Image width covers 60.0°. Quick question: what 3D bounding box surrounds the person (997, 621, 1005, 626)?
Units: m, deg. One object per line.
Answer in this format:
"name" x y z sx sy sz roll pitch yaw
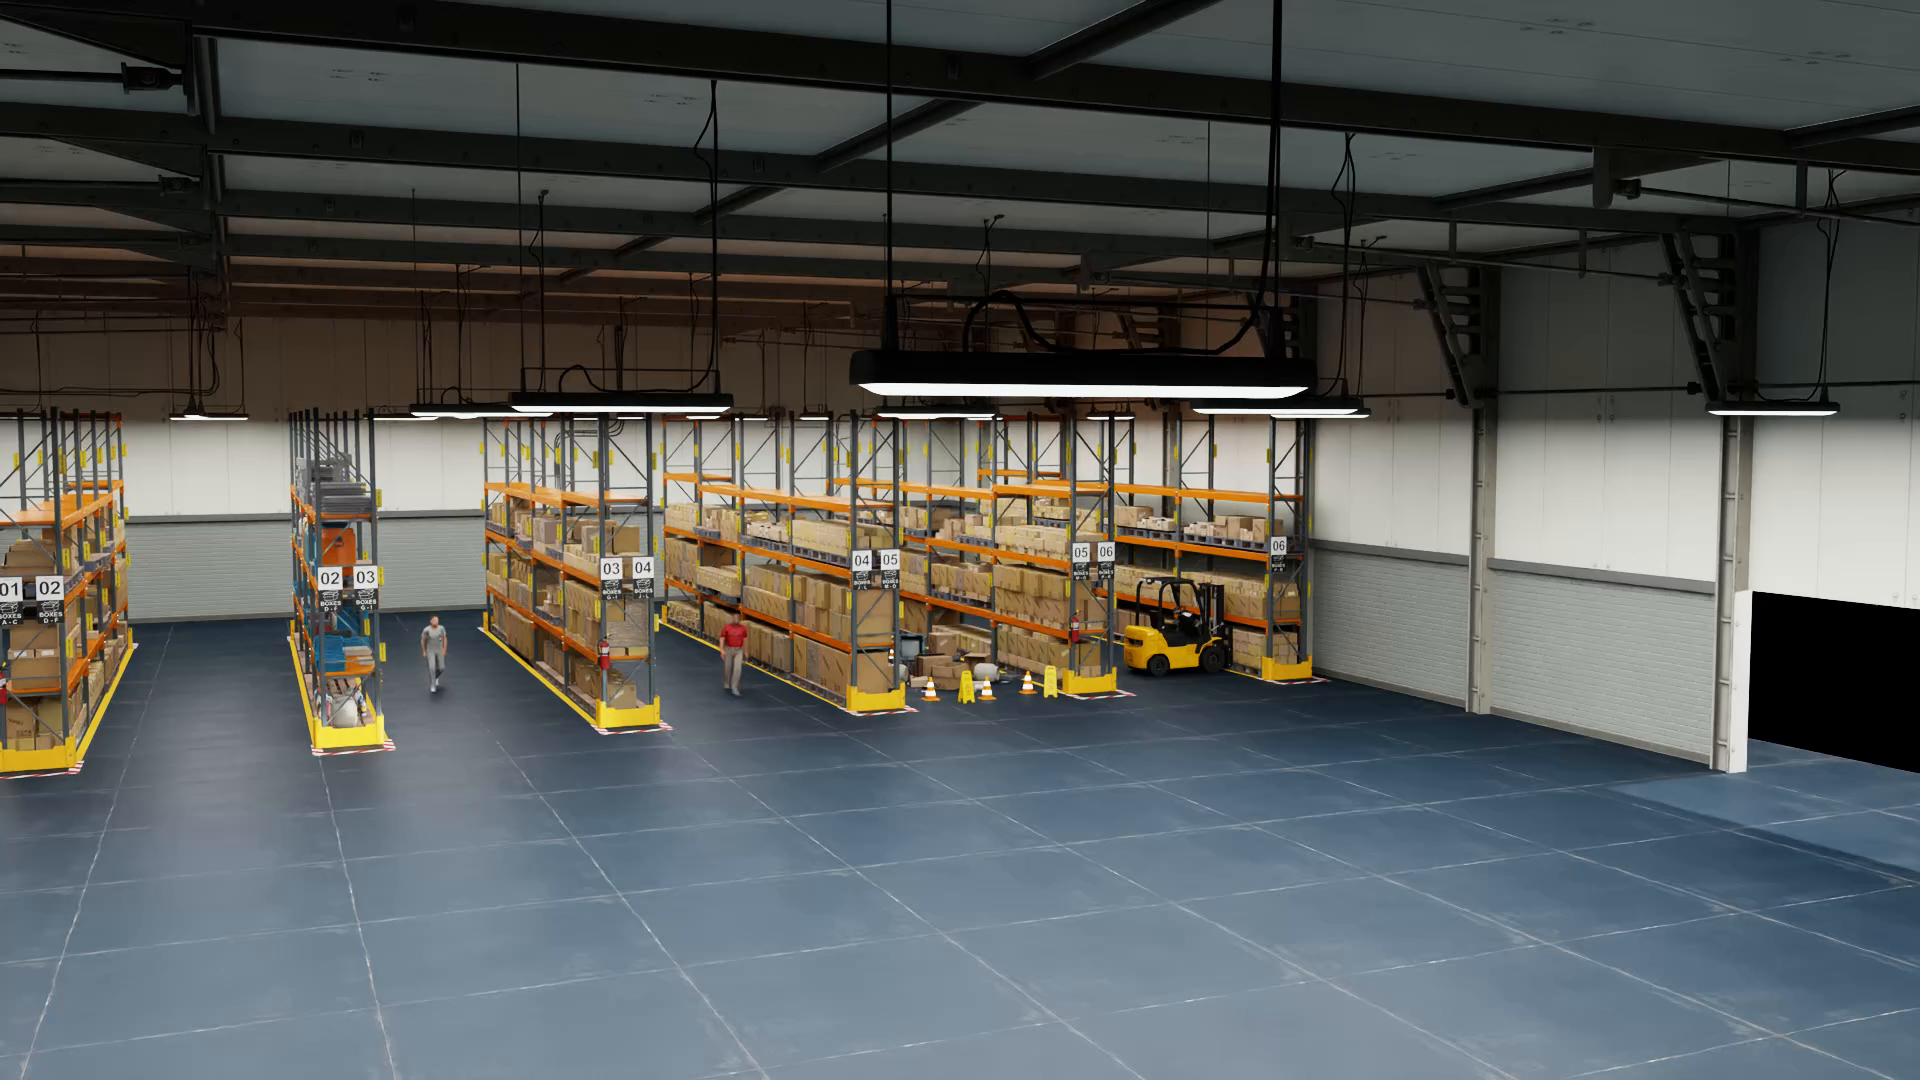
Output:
"person" 1.033 1.610 44.595 0.447 1.522 0.455 3 5 34

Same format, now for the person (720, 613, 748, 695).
"person" -4.808 2.405 35.390 0.638 1.684 0.783 -1 4 -20

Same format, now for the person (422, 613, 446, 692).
"person" -11.301 2.398 35.711 0.528 1.671 0.598 -3 5 -37
